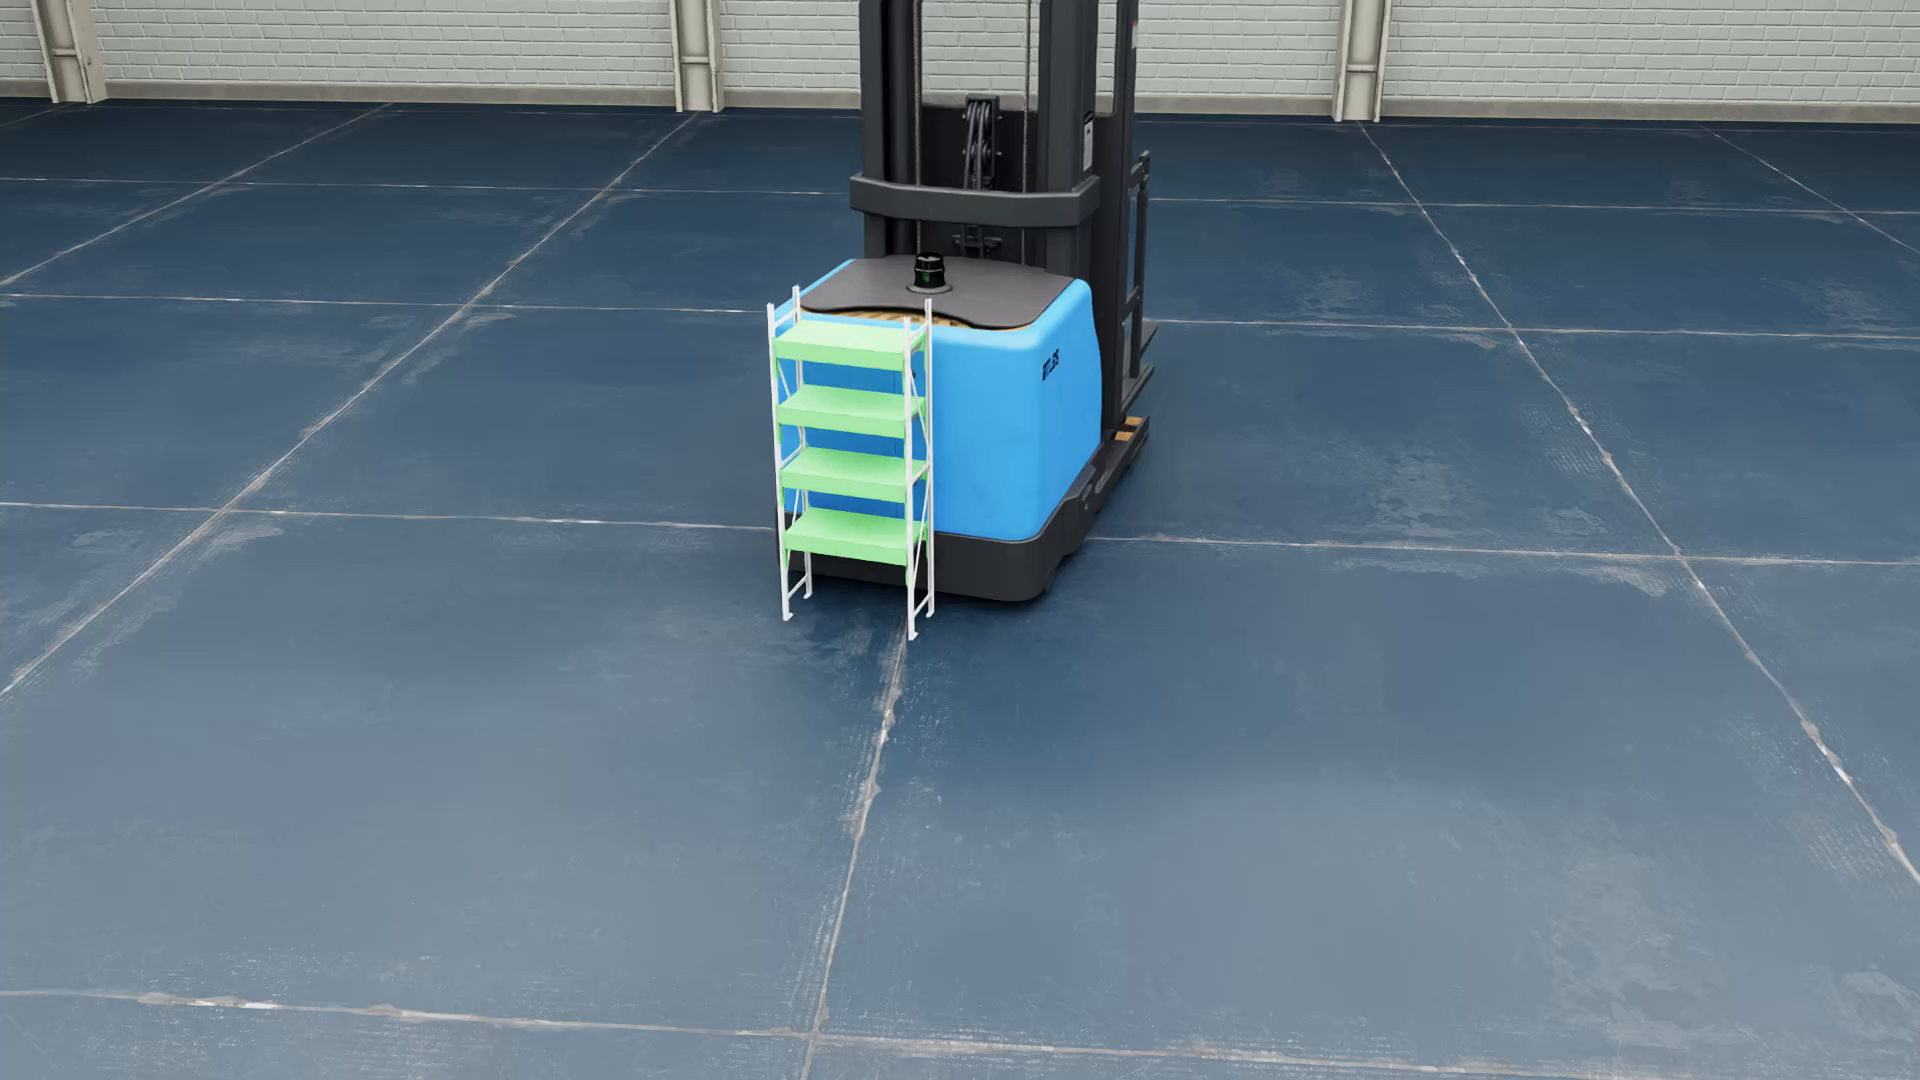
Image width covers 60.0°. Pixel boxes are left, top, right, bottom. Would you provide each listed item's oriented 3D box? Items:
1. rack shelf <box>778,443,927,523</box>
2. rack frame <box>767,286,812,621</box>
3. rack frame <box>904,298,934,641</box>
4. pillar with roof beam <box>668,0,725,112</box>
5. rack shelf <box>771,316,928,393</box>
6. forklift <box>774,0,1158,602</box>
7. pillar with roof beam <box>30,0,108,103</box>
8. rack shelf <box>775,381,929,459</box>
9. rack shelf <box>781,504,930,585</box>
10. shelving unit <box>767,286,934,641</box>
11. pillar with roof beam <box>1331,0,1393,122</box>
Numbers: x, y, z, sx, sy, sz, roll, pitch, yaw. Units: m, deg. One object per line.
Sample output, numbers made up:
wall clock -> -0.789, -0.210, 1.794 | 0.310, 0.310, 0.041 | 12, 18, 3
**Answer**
rack shelf -> -0.373, -0.205, 5.911 | 0.480, 0.148, 0.258 | 8, 26, 16
rack frame -> -0.605, -0.294, 5.952 | 0.015, 1.200, 0.240 | 8, 26, 16
rack frame -> -0.141, -0.231, 5.815 | 0.015, 1.200, 0.240 | 8, 26, 16
pillar with roof beam -> -2.738, -6.301, 9.679 | 0.400, 9.000, 9.100 | 2, 25, 4
rack shelf -> -0.373, -0.640, 5.708 | 0.480, 0.148, 0.258 | 8, 26, 16
forklift -> 0.234, -1.698, 6.933 | 1.130, 2.935, 3.031 | 8, 26, 16
pillar with roof beam -> -8.721, -6.493, 10.096 | 0.400, 9.000, 9.100 | 2, 25, 4
rack shelf -> -0.373, -0.422, 5.810 | 0.480, 0.148, 0.258 | 8, 26, 16
rack shelf -> -0.372, 0.013, 6.012 | 0.480, 0.148, 0.258 | 8, 26, 16
shelving unit -> -0.373, -0.263, 5.884 | 0.503, 1.200, 0.258 | 8, 26, 16
pillar with roof beam -> 3.244, -6.109, 9.261 | 0.400, 9.000, 9.100 | 2, 25, 4
